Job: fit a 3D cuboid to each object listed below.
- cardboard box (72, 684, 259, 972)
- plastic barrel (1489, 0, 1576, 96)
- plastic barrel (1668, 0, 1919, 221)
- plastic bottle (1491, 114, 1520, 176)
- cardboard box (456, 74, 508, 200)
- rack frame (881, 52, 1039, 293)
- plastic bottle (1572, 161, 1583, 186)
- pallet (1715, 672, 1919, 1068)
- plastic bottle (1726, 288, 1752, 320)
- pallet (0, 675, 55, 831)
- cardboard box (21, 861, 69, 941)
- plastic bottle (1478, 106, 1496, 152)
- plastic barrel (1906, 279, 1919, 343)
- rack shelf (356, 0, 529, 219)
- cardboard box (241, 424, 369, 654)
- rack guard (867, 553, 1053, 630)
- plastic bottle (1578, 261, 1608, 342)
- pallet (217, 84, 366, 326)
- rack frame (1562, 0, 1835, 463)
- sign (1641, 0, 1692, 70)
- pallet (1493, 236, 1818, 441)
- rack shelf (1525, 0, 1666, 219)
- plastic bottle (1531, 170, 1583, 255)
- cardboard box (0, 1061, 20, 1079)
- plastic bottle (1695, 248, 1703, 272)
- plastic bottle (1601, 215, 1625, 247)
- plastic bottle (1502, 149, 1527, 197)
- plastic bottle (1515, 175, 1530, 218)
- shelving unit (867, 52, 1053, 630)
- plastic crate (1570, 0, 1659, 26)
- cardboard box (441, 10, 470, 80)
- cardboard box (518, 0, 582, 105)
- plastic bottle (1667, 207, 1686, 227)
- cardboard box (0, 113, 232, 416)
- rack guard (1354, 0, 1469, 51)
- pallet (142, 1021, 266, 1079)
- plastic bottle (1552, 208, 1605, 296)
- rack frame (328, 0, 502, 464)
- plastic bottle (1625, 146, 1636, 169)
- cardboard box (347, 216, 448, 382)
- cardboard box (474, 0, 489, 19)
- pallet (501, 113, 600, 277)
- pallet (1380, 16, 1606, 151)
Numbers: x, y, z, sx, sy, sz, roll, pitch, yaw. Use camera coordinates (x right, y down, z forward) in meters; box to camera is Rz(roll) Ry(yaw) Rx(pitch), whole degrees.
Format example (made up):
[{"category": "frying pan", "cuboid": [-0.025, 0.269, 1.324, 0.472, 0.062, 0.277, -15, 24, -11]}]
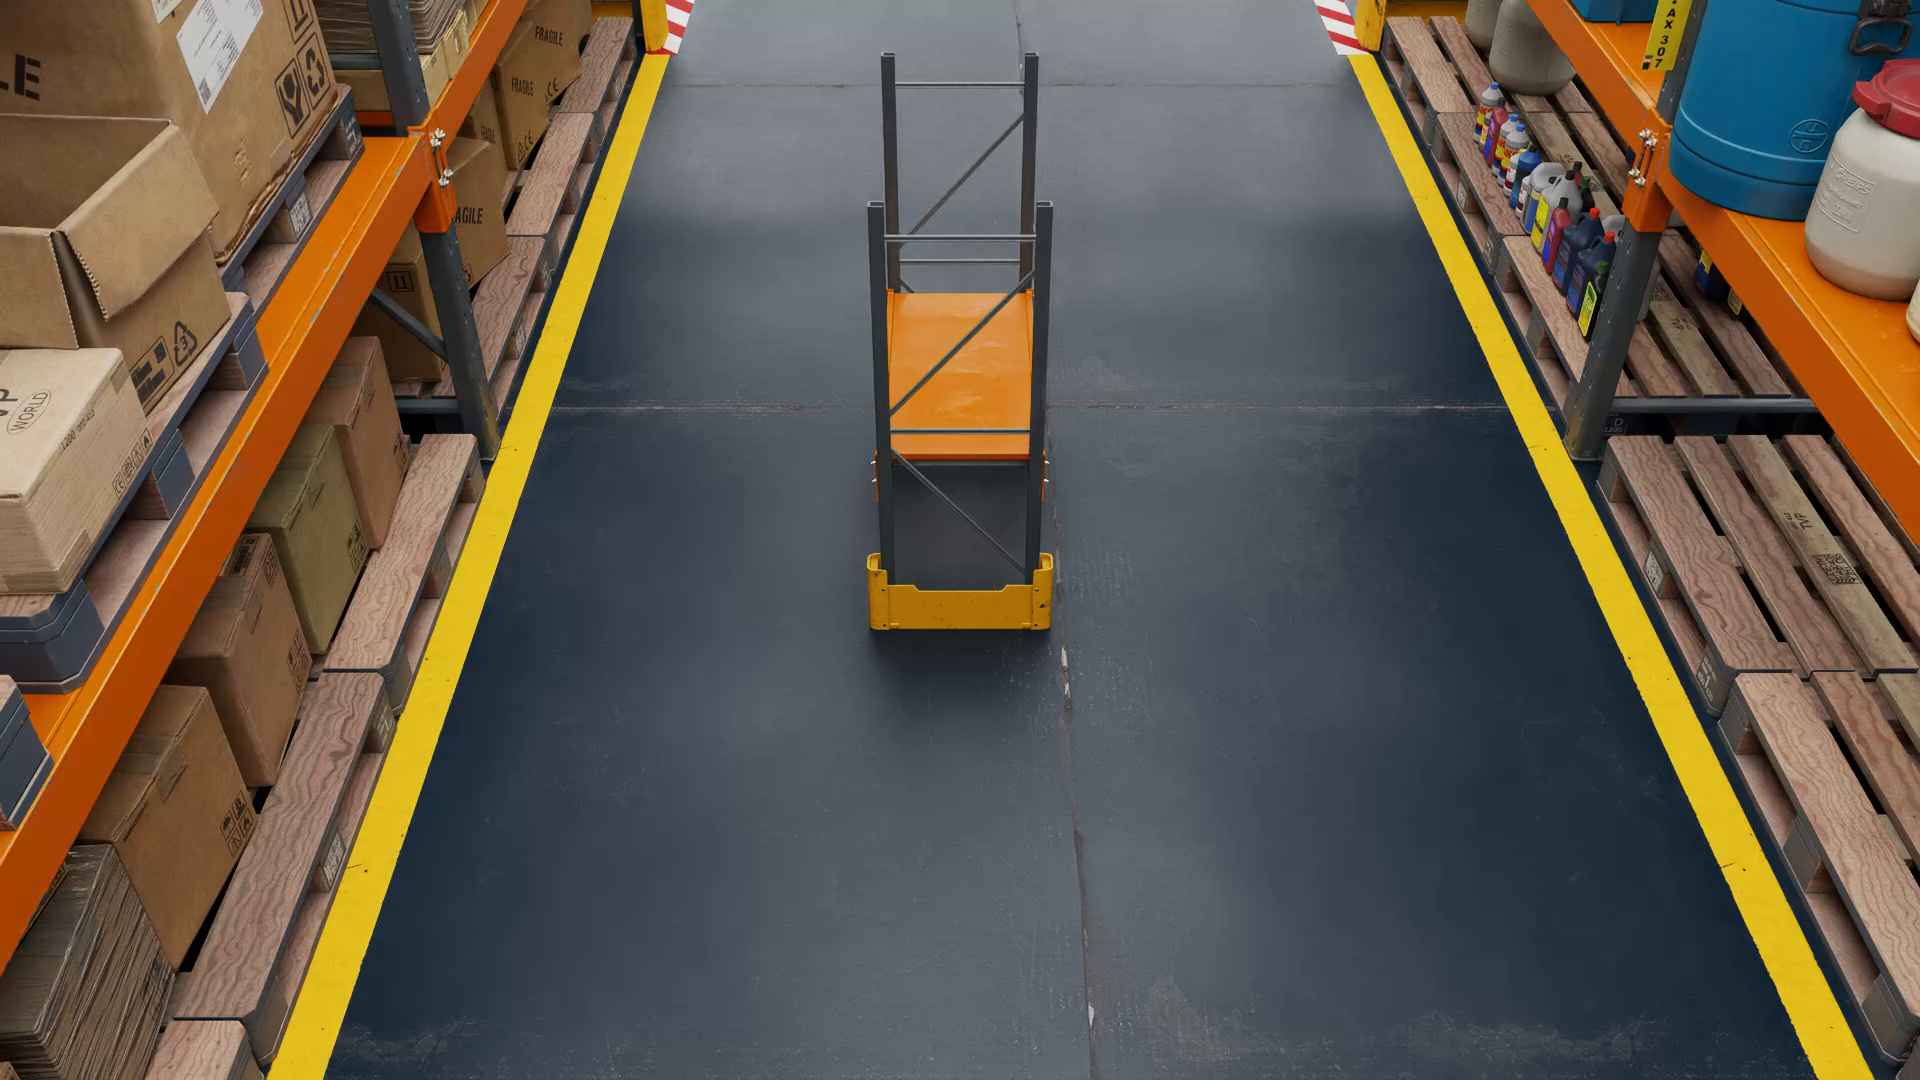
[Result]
[{"category": "cardboard box", "cuboid": [-2.245, 0.695, 4.131, 0.700, 0.500, 0.500, 3, 39, 4]}, {"category": "plastic barrel", "cuboid": [2.818, -2.463, 8.078, 0.421, 0.512, 0.421, 0, 39, 0]}, {"category": "plastic barrel", "cuboid": [2.442, -1.447, 4.756, 0.600, 0.901, 0.708, 0, 39, 0]}, {"category": "plastic bottle", "cuboid": [2.431, -1.753, 7.369, 0.097, 0.271, 0.097, 0, 39, 0]}, {"category": "cardboard box", "cuboid": [-2.256, -1.675, 7.104, 0.500, 0.500, 0.500, -3, 39, -4]}, {"category": "rack frame", "cuboid": [-0.001, -0.957, 5.744, 0.500, 1.500, 0.032, 0, 39, 0]}, {"category": "plastic bottle", "cuboid": [2.565, -1.432, 6.958, 0.061, 0.283, 0.133, 0, 39, 0]}, {"category": "pallet", "cuboid": [2.789, 0.851, 4.520, 1.003, 0.211, 1.213, 0, 39, 0]}, {"category": "plastic bottle", "cuboid": [3.049, -1.006, 6.428, 0.061, 0.283, 0.133, 0, 39, 0]}, {"category": "pallet", "cuboid": [-2.311, 0.641, 2.705, 1.213, 0.211, 1.003, 0, 39, 0]}, {"category": "cardboard box", "cuboid": [-2.245, 0.772, 3.435, 0.500, 0.250, 0.500, 4, 39, 5]}, {"category": "plastic bottle", "cuboid": [2.431, -1.876, 7.578, 0.097, 0.201, 0.097, 0, 39, 0]}, {"category": "plastic barrel", "cuboid": [2.593, -0.612, 4.225, 0.301, 0.262, 0.301, 0, 39, 0]}, {"category": "rack shelf", "cuboid": [-2.210, -2.460, 6.996, 1.077, 0.370, 4.000, 0, 39, 0]}, {"category": "cardboard box", "cuboid": [-2.247, -0.004, 5.003, 0.700, 0.500, 0.500, 0, 39, 0]}, {"category": "rack guard", "cuboid": [0.000, 0.166, 5.343, 0.587, 0.250, 0.087, 0, 39, 0]}, {"category": "plastic bottle", "cuboid": [2.414, -0.906, 6.302, 0.061, 0.283, 0.133, 2, 39, 2]}, {"category": "pallet", "cuboid": [-2.353, -0.937, 4.674, 1.003, 0.211, 1.213, 0, 39, 0]}, {"category": "rack frame", "cuboid": [2.745, -1.493, 5.215, 1.000, 3.000, 0.127, 0, 39, 0]}, {"category": "sign", "cuboid": [2.195, -1.608, 5.136, 0.100, 0.325, 0.005, 0, 39, 0]}, {"category": "pallet", "cuboid": [2.786, -0.825, 6.611, 1.003, 0.211, 1.213, 0, 39, 0]}, {"category": "rack shelf", "cuboid": [2.742, -2.463, 7.001, 1.077, 0.370, 4.000, 0, 39, 0]}, {"category": "plastic bottle", "cuboid": [2.455, -1.356, 6.810, 0.144, 0.351, 0.185, 0, 39, 0]}, {"category": "cardboard box", "cuboid": [-2.224, 1.396, 3.256, 0.700, 0.500, 0.500, -2, 39, -2]}, {"category": "plastic bottle", "cuboid": [3.038, -1.196, 6.674, 0.097, 0.271, 0.097, 0, 39, 0]}, {"category": "plastic bottle", "cuboid": [2.604, -1.141, 6.601, 0.152, 0.276, 0.135, 0, 39, 0]}, {"category": "plastic bottle", "cuboid": [2.431, -1.602, 7.236, 0.097, 0.201, 0.097, 0, 39, 0]}, {"category": "plastic bottle", "cuboid": [2.431, -1.473, 7.075, 0.097, 0.201, 0.097, 0, 39, 0]}, {"category": "shelving unit", "cuboid": [0.000, -0.633, 5.340, 0.587, 1.500, 1.083, 0, 39, 0]}, {"category": "plastic crate", "cuboid": [2.472, -2.127, 6.125, 0.499, 0.251, 0.616, 0, 39, 0]}, {"category": "cardboard box", "cuboid": [-1.895, -1.683, 5.652, 0.380, 0.149, 0.250, 0, 39, 0]}, {"category": "cardboard box", "cuboid": [-2.194, -2.415, 8.028, 0.500, 0.500, 0.500, 10, 40, 12]}, {"category": "plastic bottle", "cuboid": [3.010, -1.475, 7.019, 0.152, 0.276, 0.135, 0, 39, 0]}, {"category": "cardboard box", "cuboid": [-2.114, -0.610, 3.694, 0.797, 0.503, 0.637, 4, 39, 5]}, {"category": "rack guard", "cuboid": [2.787, -2.972, 9.059, 1.175, 0.500, 0.348, 0, 39, 0]}, {"category": "pallet", "cuboid": [-2.203, 1.611, 3.571, 1.003, 0.211, 1.213, 0, 39, 0]}, {"category": "plastic bottle", "cuboid": [2.456, -1.154, 6.558, 0.144, 0.351, 0.185, -2, 39, -2]}, {"category": "rack frame", "cuboid": [-2.208, -1.490, 5.210, 1.000, 3.000, 0.127, 0, 39, 0]}, {"category": "plastic bottle", "cuboid": [3.047, -1.800, 7.418, 0.061, 0.283, 0.133, 0, 39, 0]}, {"category": "cardboard box", "cuboid": [-2.169, -0.928, 6.173, 0.500, 0.500, 0.500, -1, 39, -1]}, {"category": "cardboard box", "cuboid": [-1.933, -1.995, 6.042, 0.380, 0.149, 0.250, 0, 39, 0]}, {"category": "pallet", "cuboid": [-2.249, -1.587, 7.561, 1.003, 0.211, 1.213, 0, 39, 0]}, {"category": "pallet", "cuboid": [2.783, -2.351, 8.515, 1.003, 0.211, 1.213, 0, 39, 0]}]
